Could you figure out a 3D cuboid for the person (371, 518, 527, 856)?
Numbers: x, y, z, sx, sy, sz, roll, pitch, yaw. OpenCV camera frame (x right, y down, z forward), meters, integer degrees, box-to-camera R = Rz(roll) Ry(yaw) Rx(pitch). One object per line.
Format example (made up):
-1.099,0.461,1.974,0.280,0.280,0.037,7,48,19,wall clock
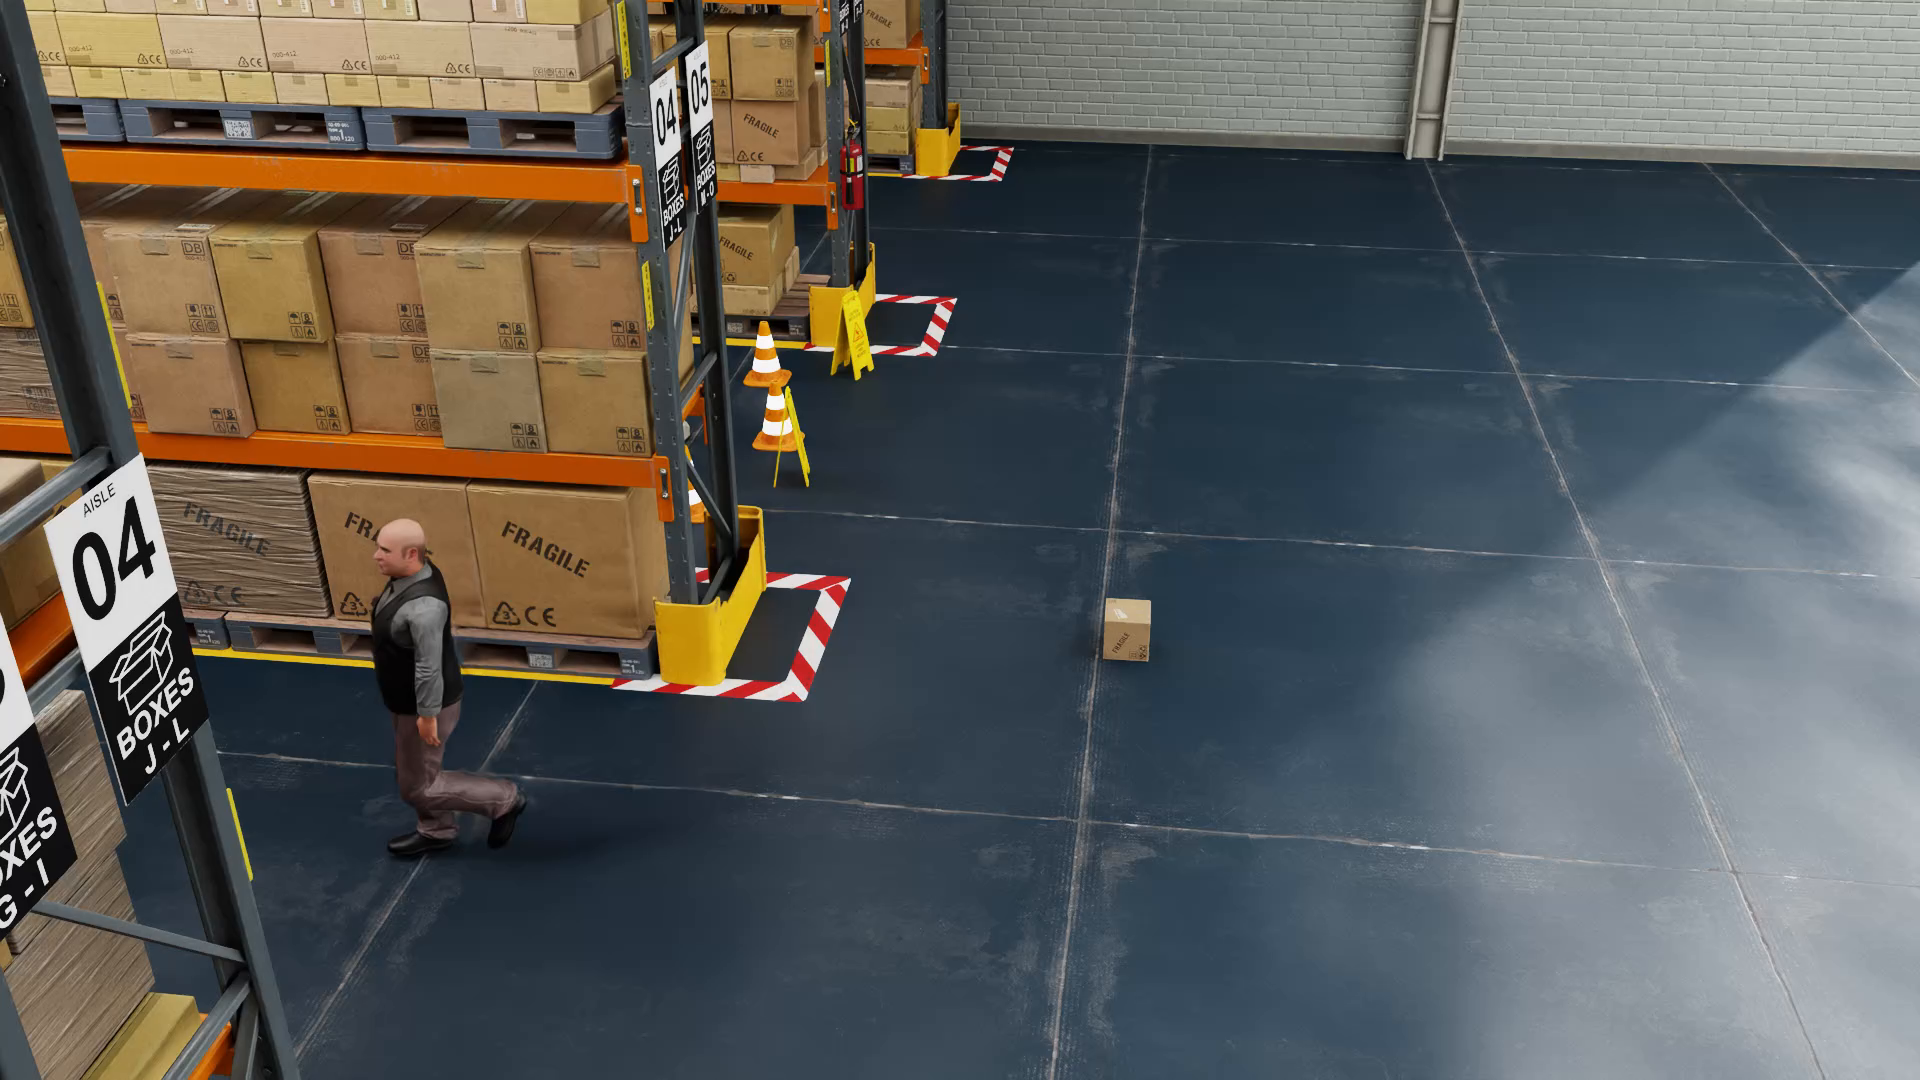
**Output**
-2.324,0.681,7.341,0.633,1.709,0.542,-12,30,-21,person
